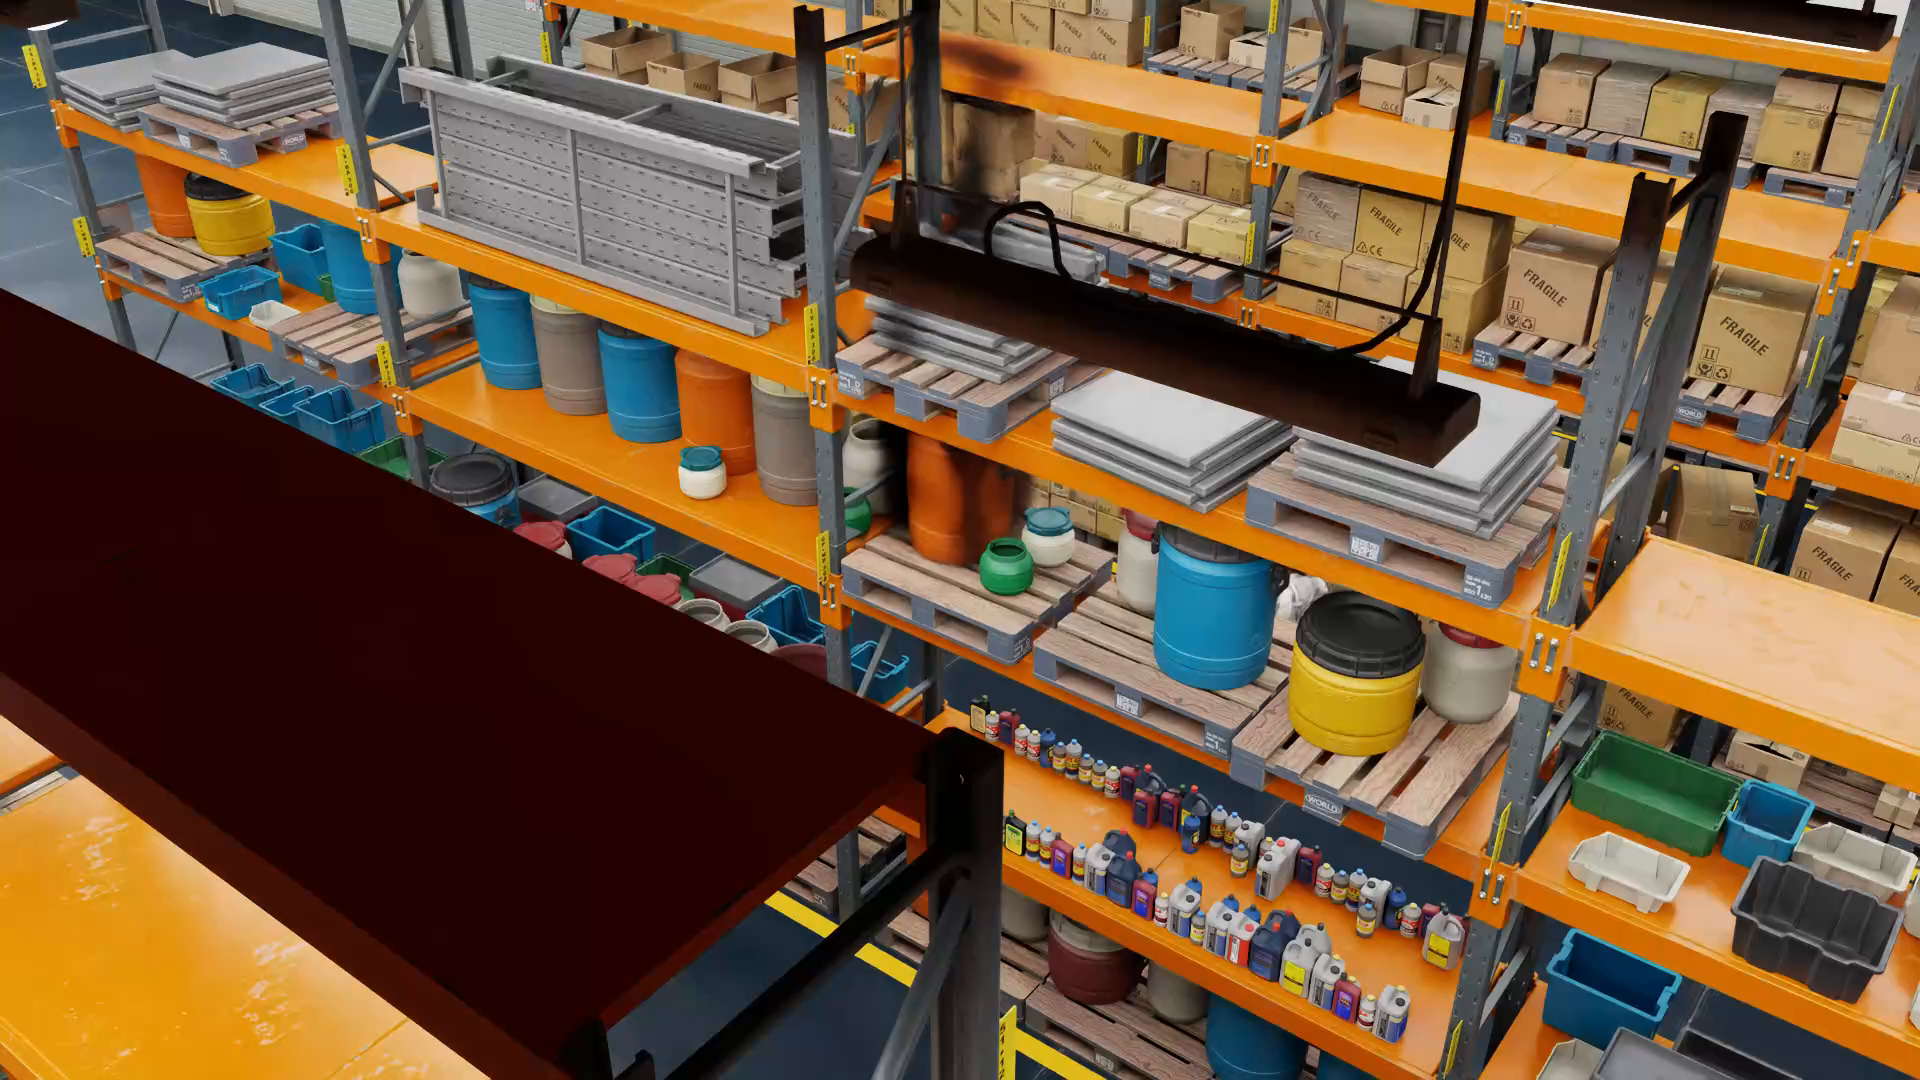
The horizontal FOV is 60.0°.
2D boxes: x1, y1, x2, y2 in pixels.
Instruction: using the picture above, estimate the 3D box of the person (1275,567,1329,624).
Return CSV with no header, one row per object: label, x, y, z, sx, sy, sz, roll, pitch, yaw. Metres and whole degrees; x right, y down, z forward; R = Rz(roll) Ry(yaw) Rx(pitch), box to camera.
person,2.402,0.709,12.469,0.567,1.667,0.561,19,36,28
